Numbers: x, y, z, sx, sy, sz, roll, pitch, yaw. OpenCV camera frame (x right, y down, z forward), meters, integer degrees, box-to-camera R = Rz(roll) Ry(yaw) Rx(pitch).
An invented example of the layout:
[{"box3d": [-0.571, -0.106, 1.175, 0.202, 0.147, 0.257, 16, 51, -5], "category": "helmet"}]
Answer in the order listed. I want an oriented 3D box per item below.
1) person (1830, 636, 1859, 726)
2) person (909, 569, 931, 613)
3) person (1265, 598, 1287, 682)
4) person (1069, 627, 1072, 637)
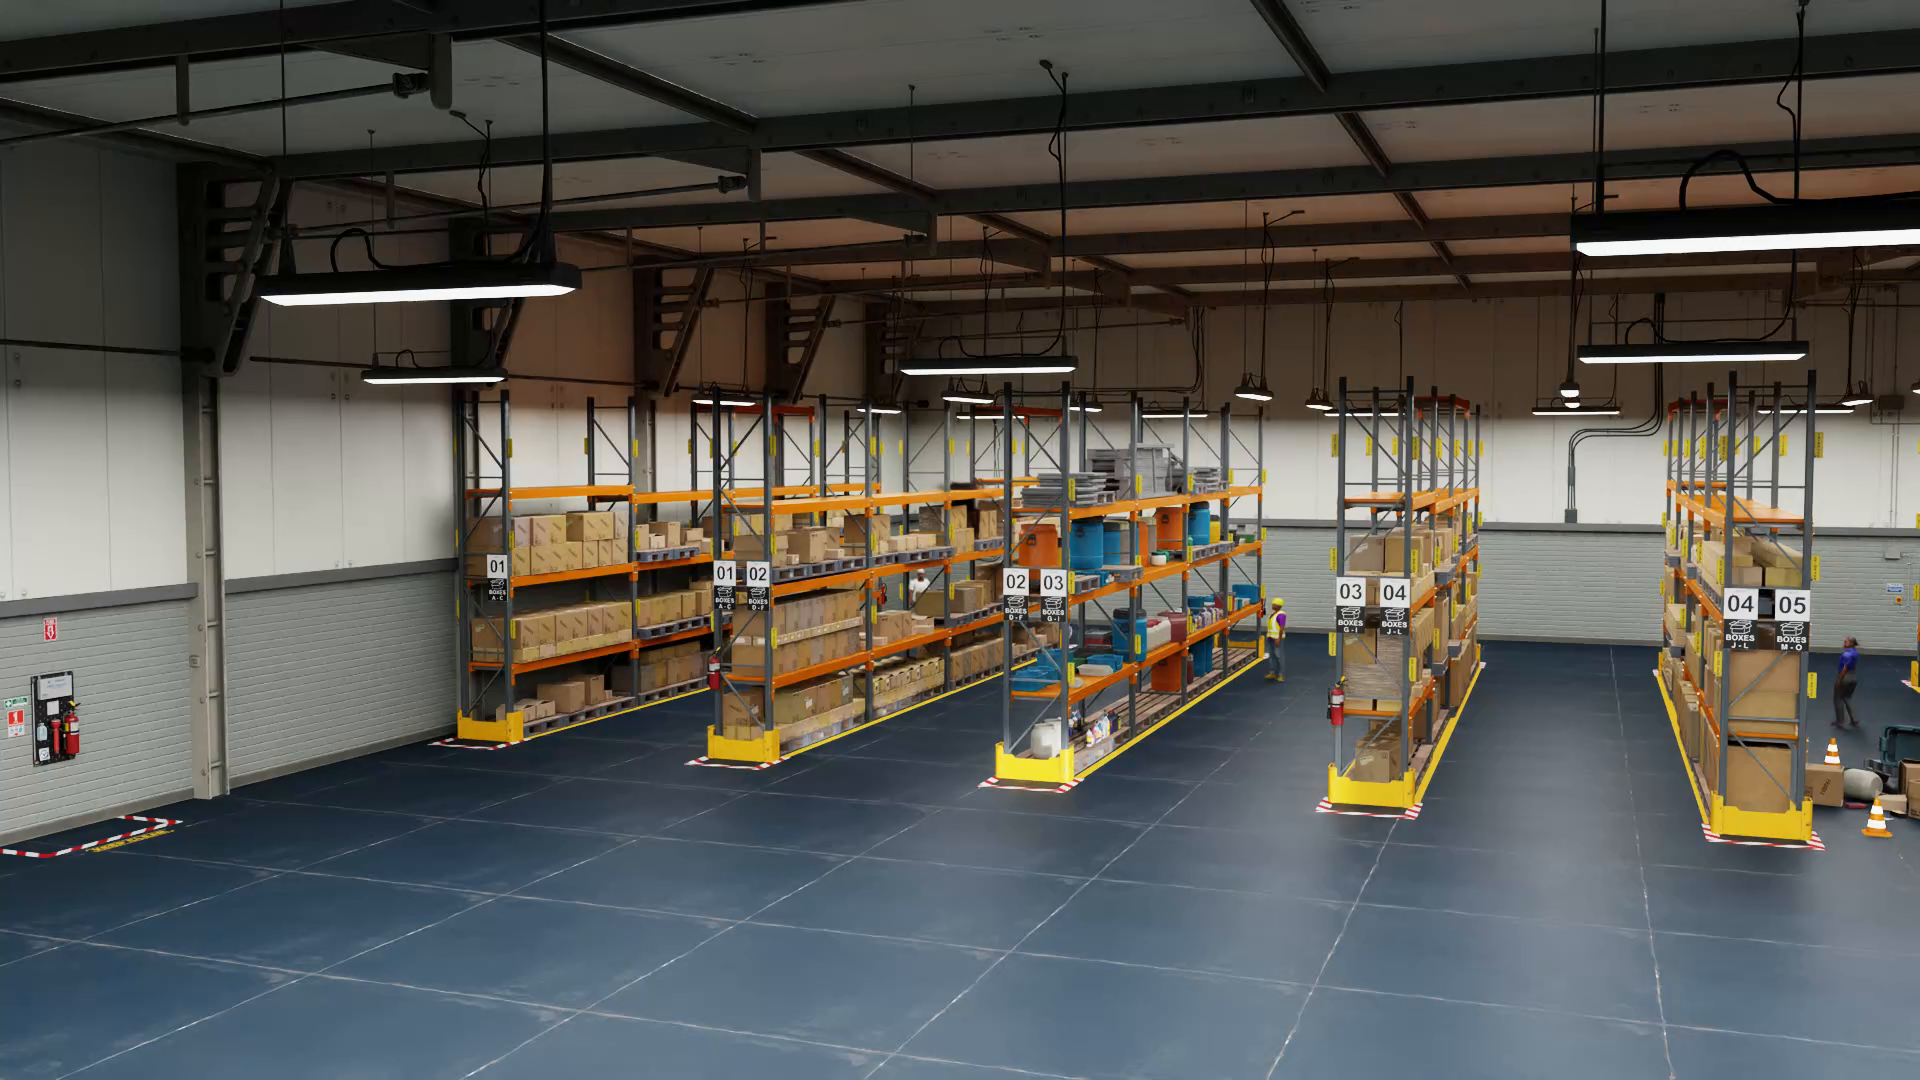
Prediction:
[{"box3d": [15.931, 2.574, 29.983, 0.495, 1.687, 0.467, -1, 3, -22], "category": "person"}, {"box3d": [-1.065, 1.634, 45.089, 0.615, 1.708, 1.011, 0, 3, -3], "category": "person"}, {"box3d": [6.839, 2.147, 35.964, 0.417, 1.801, 0.563, -2, 4, -31], "category": "person"}, {"box3d": [2.612, 1.822, 43.178, 0.567, 1.586, 0.406, -2, 4, -30], "category": "person"}]
